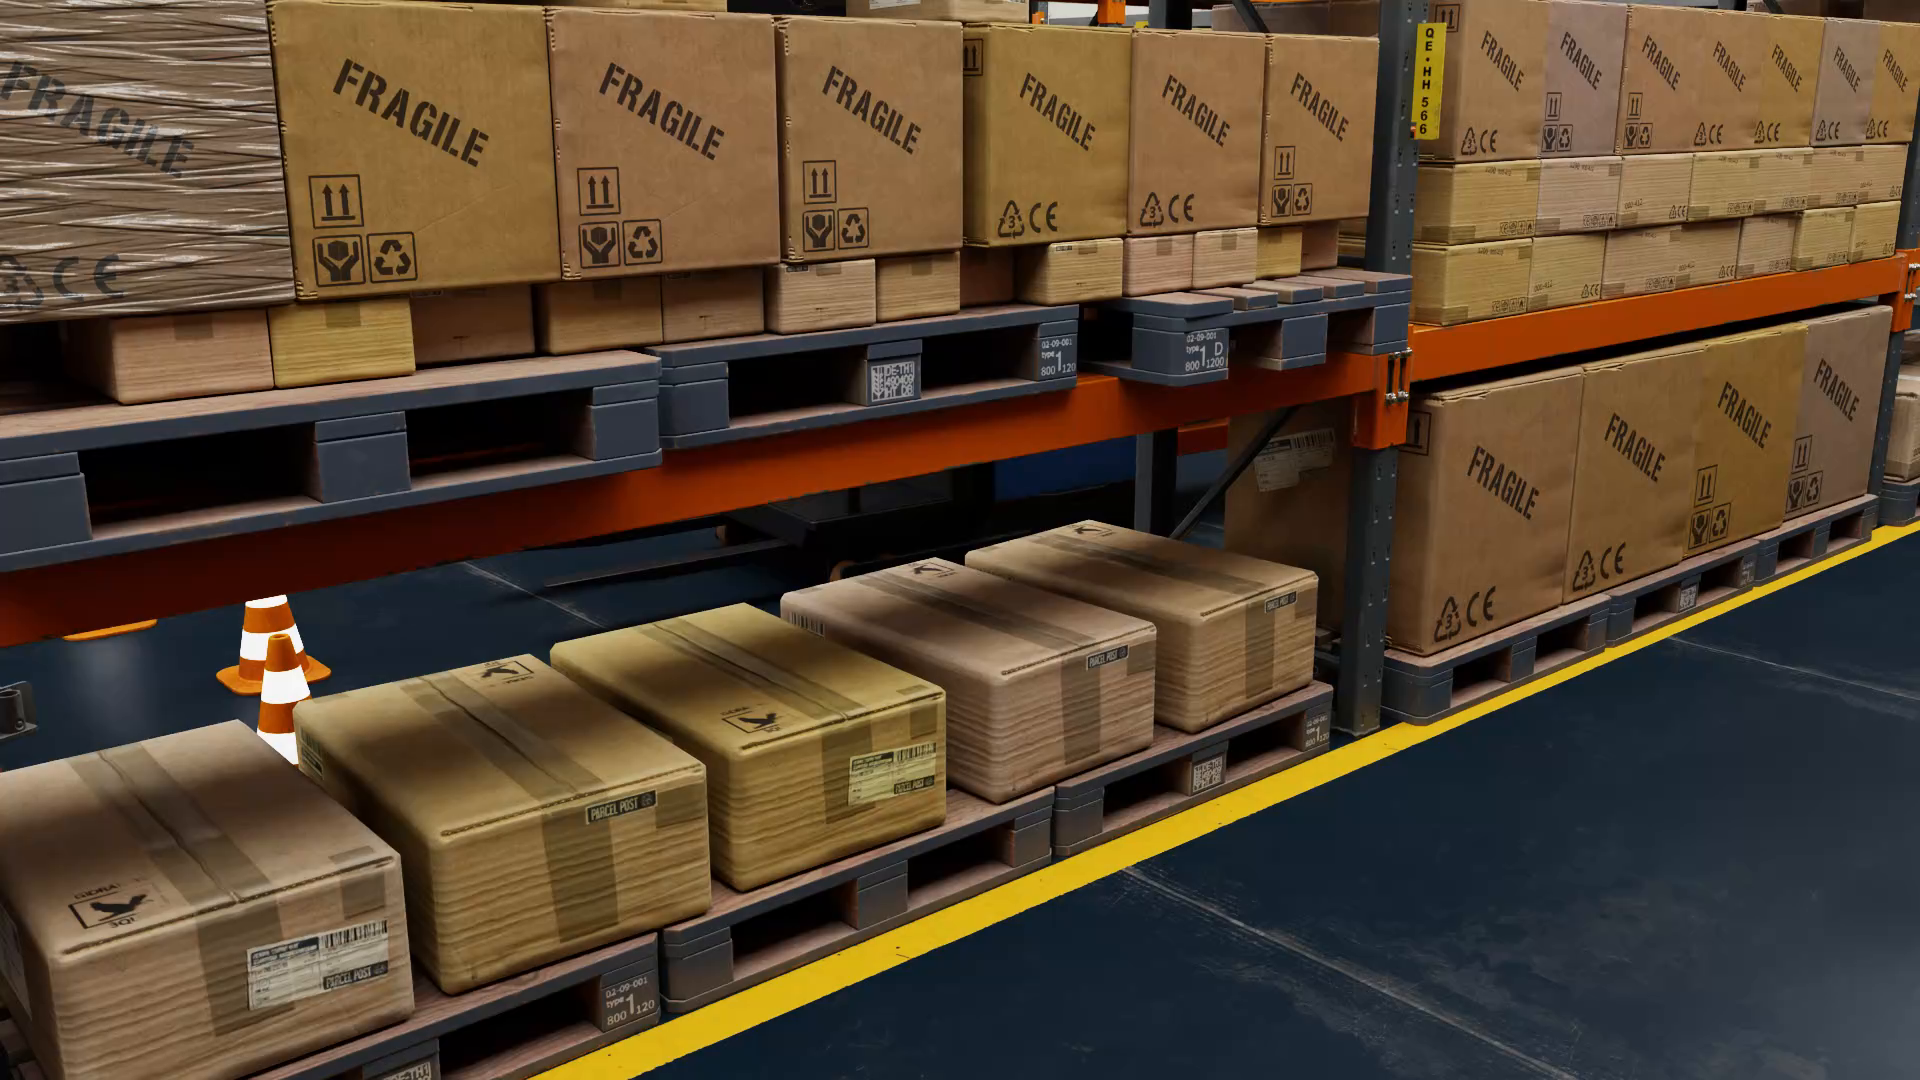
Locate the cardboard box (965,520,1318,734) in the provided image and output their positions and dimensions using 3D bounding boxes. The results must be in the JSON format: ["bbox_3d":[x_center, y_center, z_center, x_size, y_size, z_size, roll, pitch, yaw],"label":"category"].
[{"bbox_3d":[0.561,0.247,5.293,0.625,0.372,0.950,-14,21,-43],"label":"cardboard box"}]

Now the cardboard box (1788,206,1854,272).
[{"bbox_3d":[3.453,-1.308,7.125,0.500,0.250,0.500,-13,20,-40],"label":"cardboard box"}]

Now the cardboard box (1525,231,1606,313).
[{"bbox_3d":[1.903,-0.966,5.844,0.500,0.250,0.500,-13,20,-41],"label":"cardboard box"}]

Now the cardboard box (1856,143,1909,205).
[{"bbox_3d":[3.838,-1.639,7.394,0.500,0.250,0.500,-13,20,-39],"label":"cardboard box"}]

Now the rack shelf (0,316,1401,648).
[{"bbox_3d":[-0.515,-0.228,4.183,4.000,0.370,1.077,-13,19,-39],"label":"rack shelf"}]

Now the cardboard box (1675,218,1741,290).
[{"bbox_3d":[2.673,-1.138,6.488,0.500,0.250,0.500,-13,19,-39],"label":"cardboard box"}]

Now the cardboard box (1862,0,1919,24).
[{"bbox_3d":[4.419,-2.439,7.681,0.250,0.149,0.380,-13,20,-40],"label":"cardboard box"}]

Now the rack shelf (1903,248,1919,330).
[{"bbox_3d":[5.520,-1.583,9.257,4.000,0.370,1.077,-13,19,-39],"label":"rack shelf"}]

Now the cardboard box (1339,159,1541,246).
[{"bbox_3d":[1.538,-1.121,5.455,0.500,0.250,0.500,-13,20,-40],"label":"cardboard box"}]

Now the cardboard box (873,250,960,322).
[{"bbox_3d":[-0.216,-0.616,3.917,0.250,0.149,0.380,-13,20,-41],"label":"cardboard box"}]

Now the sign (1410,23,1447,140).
[{"bbox_3d":[1.357,-1.331,4.830,0.005,0.325,0.100,-13,19,-39],"label":"sign"}]

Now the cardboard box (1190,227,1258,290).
[{"bbox_3d":[0.585,-0.783,4.542,0.250,0.149,0.380,-13,20,-40],"label":"cardboard box"}]

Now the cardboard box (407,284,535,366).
[{"bbox_3d":[-1.042,-0.453,3.308,0.250,0.149,0.380,-11,19,-36],"label":"cardboard box"}]

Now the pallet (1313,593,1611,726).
[{"bbox_3d":[1.638,0.314,6.164,1.213,0.211,1.003,-13,19,-39],"label":"pallet"}]

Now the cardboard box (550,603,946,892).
[{"bbox_3d":[-0.567,0.500,4.342,0.625,0.372,0.950,-12,19,-38],"label":"cardboard box"}]

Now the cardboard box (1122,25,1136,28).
[{"bbox_3d":[1.186,-3.242,11.368,0.500,0.500,0.500,-12,19,-38],"label":"cardboard box"}]

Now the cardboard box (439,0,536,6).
[{"bbox_3d":[-1.121,-1.237,3.728,0.250,0.149,0.380,-14,20,-42],"label":"cardboard box"}]

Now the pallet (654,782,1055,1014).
[{"bbox_3d":[-0.517,0.771,4.454,1.213,0.211,1.003,-13,19,-39],"label":"pallet"}]

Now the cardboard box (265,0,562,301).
[{"bbox_3d":[-1.105,-0.740,3.123,0.500,0.500,0.500,-13,19,-39],"label":"cardboard box"}]

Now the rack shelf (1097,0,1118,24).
[{"bbox_3d":[-0.823,-3.301,9.877,4.000,0.370,1.077,-13,19,-39],"label":"rack shelf"}]

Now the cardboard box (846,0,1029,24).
[{"bbox_3d":[-0.056,-1.290,3.926,0.250,0.149,0.380,-14,20,-42],"label":"cardboard box"}]

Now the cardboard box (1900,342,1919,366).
[{"bbox_3d":[5.230,-0.794,9.060,0.875,0.438,0.875,-13,20,-41],"label":"cardboard box"}]

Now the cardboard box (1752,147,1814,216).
[{"bbox_3d":[3.079,-1.464,6.738,0.500,0.250,0.500,-12,19,-38],"label":"cardboard box"}]

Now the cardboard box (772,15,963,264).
[{"bbox_3d":[-0.342,-0.910,3.760,0.500,0.500,0.500,-14,20,-42],"label":"cardboard box"}]

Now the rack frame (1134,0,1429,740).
[{"bbox_3d":[0.993,-0.914,5.359,0.127,3.000,1.000,-13,19,-39],"label":"rack frame"}]

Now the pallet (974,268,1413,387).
[{"bbox_3d":[0.526,-0.680,4.854,1.003,0.211,1.213,-13,19,-39],"label":"pallet"}]

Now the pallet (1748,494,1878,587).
[{"bbox_3d":[3.478,-0.099,7.711,1.213,0.211,1.003,-13,19,-39],"label":"pallet"}]

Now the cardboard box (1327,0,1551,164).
[{"bbox_3d":[1.526,-1.481,5.351,0.500,0.500,0.500,-14,20,-41],"label":"cardboard box"}]

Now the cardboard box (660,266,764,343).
[{"bbox_3d":[-0.633,-0.530,3.596,0.250,0.149,0.380,-12,19,-39],"label":"cardboard box"}]

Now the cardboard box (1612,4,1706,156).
[{"bbox_3d":[2.294,-1.652,5.990,0.500,0.500,0.500,-12,19,-38],"label":"cardboard box"}]

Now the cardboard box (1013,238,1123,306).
[{"bbox_3d":[0.192,-0.693,4.204,0.250,0.149,0.380,-12,19,-38],"label":"cardboard box"}]

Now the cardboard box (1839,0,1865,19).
[{"bbox_3d":[4.305,-2.574,8.185,0.250,0.149,0.380,-12,19,-38],"label":"cardboard box"}]

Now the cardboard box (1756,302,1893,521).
[{"bbox_3d":[3.596,-0.647,7.664,0.875,0.875,0.875,-12,19,-38],"label":"cardboard box"}]

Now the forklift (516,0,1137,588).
[{"bbox_3d":[-0.510,-1.322,7.020,3.031,2.935,1.130,-10,18,-34],"label":"forklift"}]

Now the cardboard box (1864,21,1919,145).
[{"bbox_3d":[3.839,-1.998,7.287,0.500,0.500,0.500,-12,19,-38],"label":"cardboard box"}]

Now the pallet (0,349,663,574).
[{"bbox_3d":[-1.352,-0.245,3.225,1.213,0.211,1.003,-13,19,-39],"label":"pallet"}]

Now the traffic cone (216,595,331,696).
[{"bbox_3d":[-2.445,0.263,5.869,0.334,0.463,0.336,-13,19,-39],"label":"traffic cone"}]

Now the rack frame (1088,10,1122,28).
[{"bbox_3d":[0.685,-2.538,11.439,0.127,3.000,1.000,-13,19,-39],"label":"rack frame"}]

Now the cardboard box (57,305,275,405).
[{"bbox_3d":[-1.400,-0.350,2.921,0.250,0.149,0.380,-12,19,-39],"label":"cardboard box"}]

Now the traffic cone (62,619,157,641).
[{"bbox_3d":[-3.347,0.110,6.443,0.334,0.463,0.336,-13,19,-39],"label":"traffic cone"}]

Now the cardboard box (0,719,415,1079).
[{"bbox_3d":[-1.630,0.741,3.441,0.625,0.372,0.950,-12,19,-39],"label":"cardboard box"}]

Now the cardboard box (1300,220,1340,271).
[{"bbox_3d":[0.901,-0.894,4.958,0.250,0.149,0.380,-12,19,-37],"label":"cardboard box"}]

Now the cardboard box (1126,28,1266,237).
[{"bbox_3d":[0.450,-1.088,4.427,0.500,0.500,0.500,-13,20,-40],"label":"cardboard box"}]

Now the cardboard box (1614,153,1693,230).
[{"bbox_3d":[2.312,-1.290,6.089,0.500,0.250,0.500,-13,20,-40],"label":"cardboard box"}]

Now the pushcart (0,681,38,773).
[{"bbox_3d":[-3.559,0.595,4.790,1.648,0.377,0.936,8,17,28],"label":"pushcart"}]

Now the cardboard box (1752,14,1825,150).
[{"bbox_3d":[3.058,-1.827,6.647,0.500,0.500,0.500,-12,19,-38],"label":"cardboard box"}]

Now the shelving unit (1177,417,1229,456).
[{"bbox_3d":[1.209,-0.749,8.376,1.048,1.125,0.538,-10,18,-34],"label":"shelving unit"}]

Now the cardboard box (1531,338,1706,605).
[{"bbox_3d":[2.245,-0.341,6.519,0.875,0.875,0.875,-12,19,-39],"label":"cardboard box"}]
